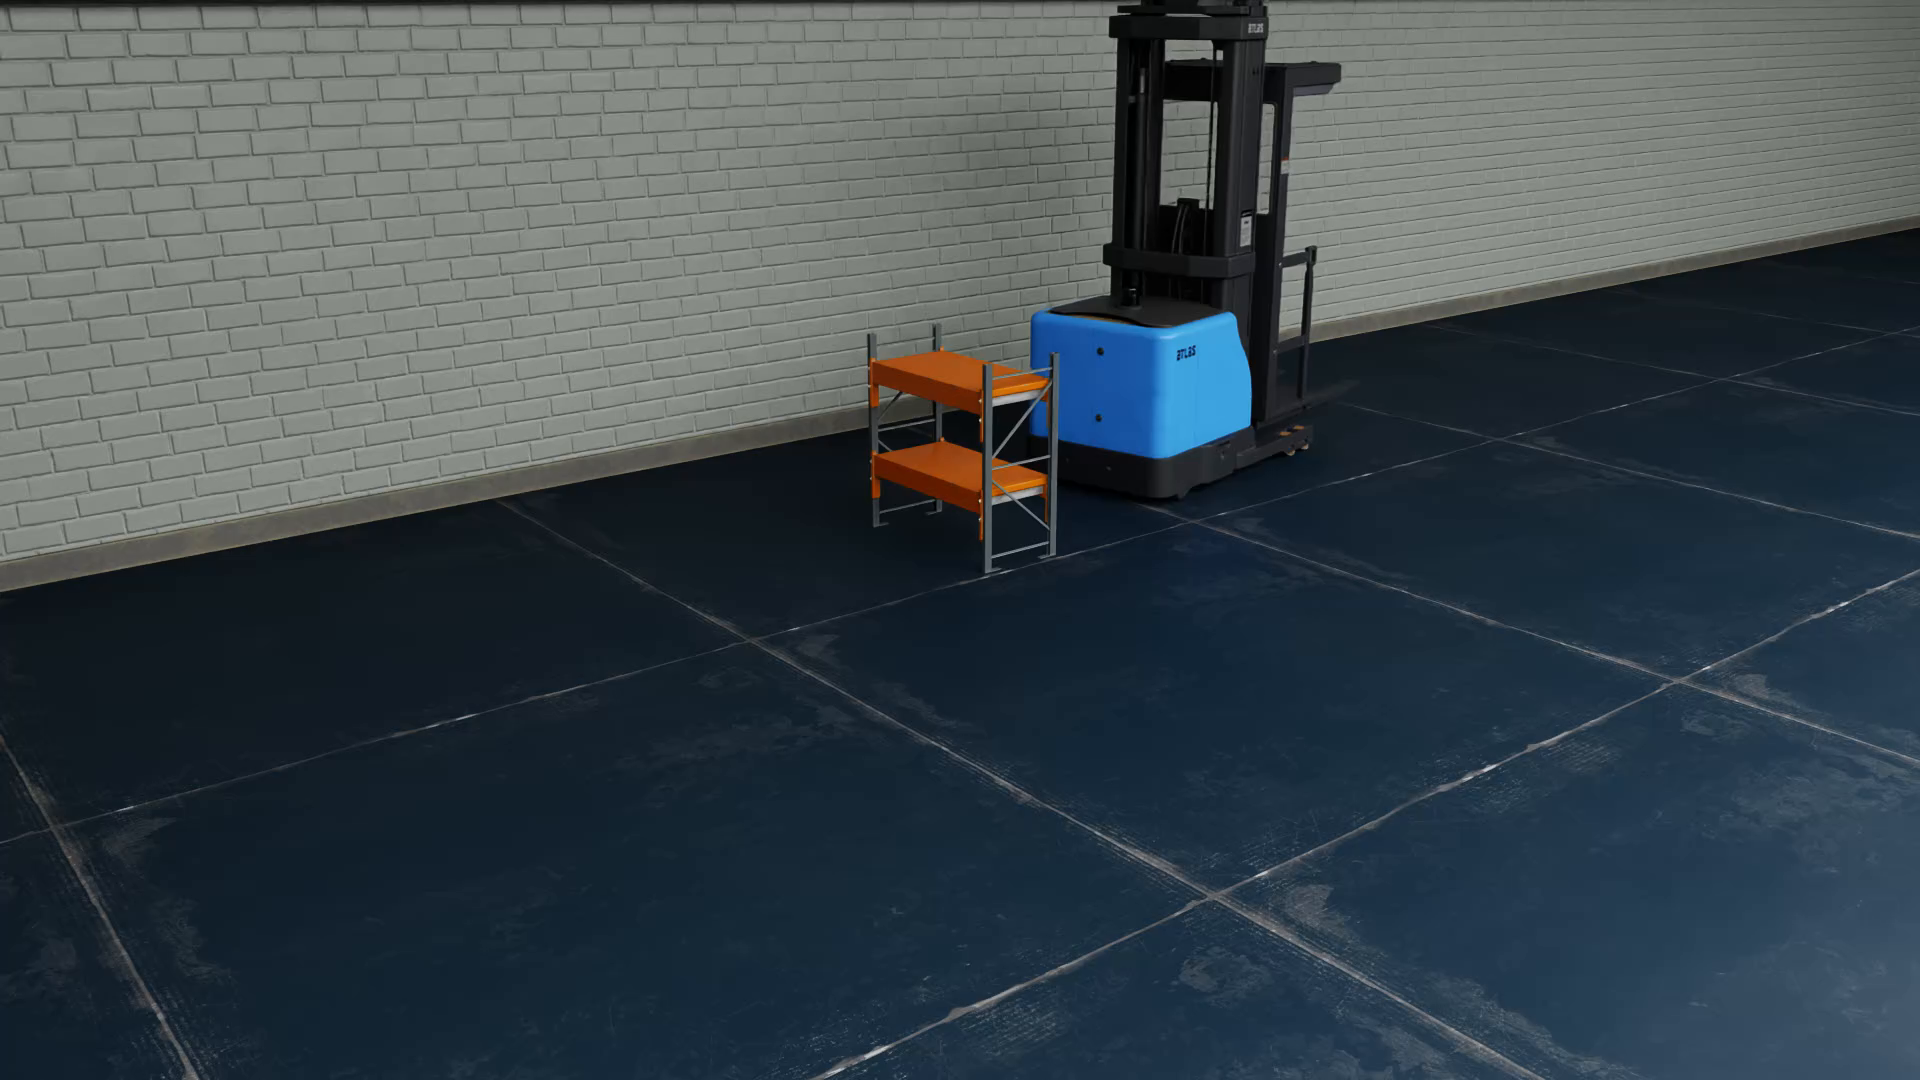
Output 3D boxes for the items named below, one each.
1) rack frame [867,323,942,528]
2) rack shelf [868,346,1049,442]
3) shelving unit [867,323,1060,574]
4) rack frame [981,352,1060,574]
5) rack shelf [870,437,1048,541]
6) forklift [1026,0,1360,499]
[{"bbox_3d":[-0.311,-0.658,9.559,0.500,1.125,0.032,-14,23,-36],"label":"rack frame"},{"bbox_3d":[0.004,-0.810,9.089,0.538,0.278,1.000,-14,23,-36],"label":"rack shelf"},{"bbox_3d":[0.004,-0.532,9.181,0.538,1.125,1.048,-14,23,-36],"label":"shelving unit"},{"bbox_3d":[0.320,-0.407,8.802,0.500,1.125,0.032,-14,23,-36],"label":"rack frame"},{"bbox_3d":[0.004,-0.300,9.258,0.538,0.278,1.000,-14,23,-36],"label":"rack shelf"},{"bbox_3d":[1.726,-2.033,10.839,1.130,2.935,3.031,14,23,36],"label":"forklift"}]
